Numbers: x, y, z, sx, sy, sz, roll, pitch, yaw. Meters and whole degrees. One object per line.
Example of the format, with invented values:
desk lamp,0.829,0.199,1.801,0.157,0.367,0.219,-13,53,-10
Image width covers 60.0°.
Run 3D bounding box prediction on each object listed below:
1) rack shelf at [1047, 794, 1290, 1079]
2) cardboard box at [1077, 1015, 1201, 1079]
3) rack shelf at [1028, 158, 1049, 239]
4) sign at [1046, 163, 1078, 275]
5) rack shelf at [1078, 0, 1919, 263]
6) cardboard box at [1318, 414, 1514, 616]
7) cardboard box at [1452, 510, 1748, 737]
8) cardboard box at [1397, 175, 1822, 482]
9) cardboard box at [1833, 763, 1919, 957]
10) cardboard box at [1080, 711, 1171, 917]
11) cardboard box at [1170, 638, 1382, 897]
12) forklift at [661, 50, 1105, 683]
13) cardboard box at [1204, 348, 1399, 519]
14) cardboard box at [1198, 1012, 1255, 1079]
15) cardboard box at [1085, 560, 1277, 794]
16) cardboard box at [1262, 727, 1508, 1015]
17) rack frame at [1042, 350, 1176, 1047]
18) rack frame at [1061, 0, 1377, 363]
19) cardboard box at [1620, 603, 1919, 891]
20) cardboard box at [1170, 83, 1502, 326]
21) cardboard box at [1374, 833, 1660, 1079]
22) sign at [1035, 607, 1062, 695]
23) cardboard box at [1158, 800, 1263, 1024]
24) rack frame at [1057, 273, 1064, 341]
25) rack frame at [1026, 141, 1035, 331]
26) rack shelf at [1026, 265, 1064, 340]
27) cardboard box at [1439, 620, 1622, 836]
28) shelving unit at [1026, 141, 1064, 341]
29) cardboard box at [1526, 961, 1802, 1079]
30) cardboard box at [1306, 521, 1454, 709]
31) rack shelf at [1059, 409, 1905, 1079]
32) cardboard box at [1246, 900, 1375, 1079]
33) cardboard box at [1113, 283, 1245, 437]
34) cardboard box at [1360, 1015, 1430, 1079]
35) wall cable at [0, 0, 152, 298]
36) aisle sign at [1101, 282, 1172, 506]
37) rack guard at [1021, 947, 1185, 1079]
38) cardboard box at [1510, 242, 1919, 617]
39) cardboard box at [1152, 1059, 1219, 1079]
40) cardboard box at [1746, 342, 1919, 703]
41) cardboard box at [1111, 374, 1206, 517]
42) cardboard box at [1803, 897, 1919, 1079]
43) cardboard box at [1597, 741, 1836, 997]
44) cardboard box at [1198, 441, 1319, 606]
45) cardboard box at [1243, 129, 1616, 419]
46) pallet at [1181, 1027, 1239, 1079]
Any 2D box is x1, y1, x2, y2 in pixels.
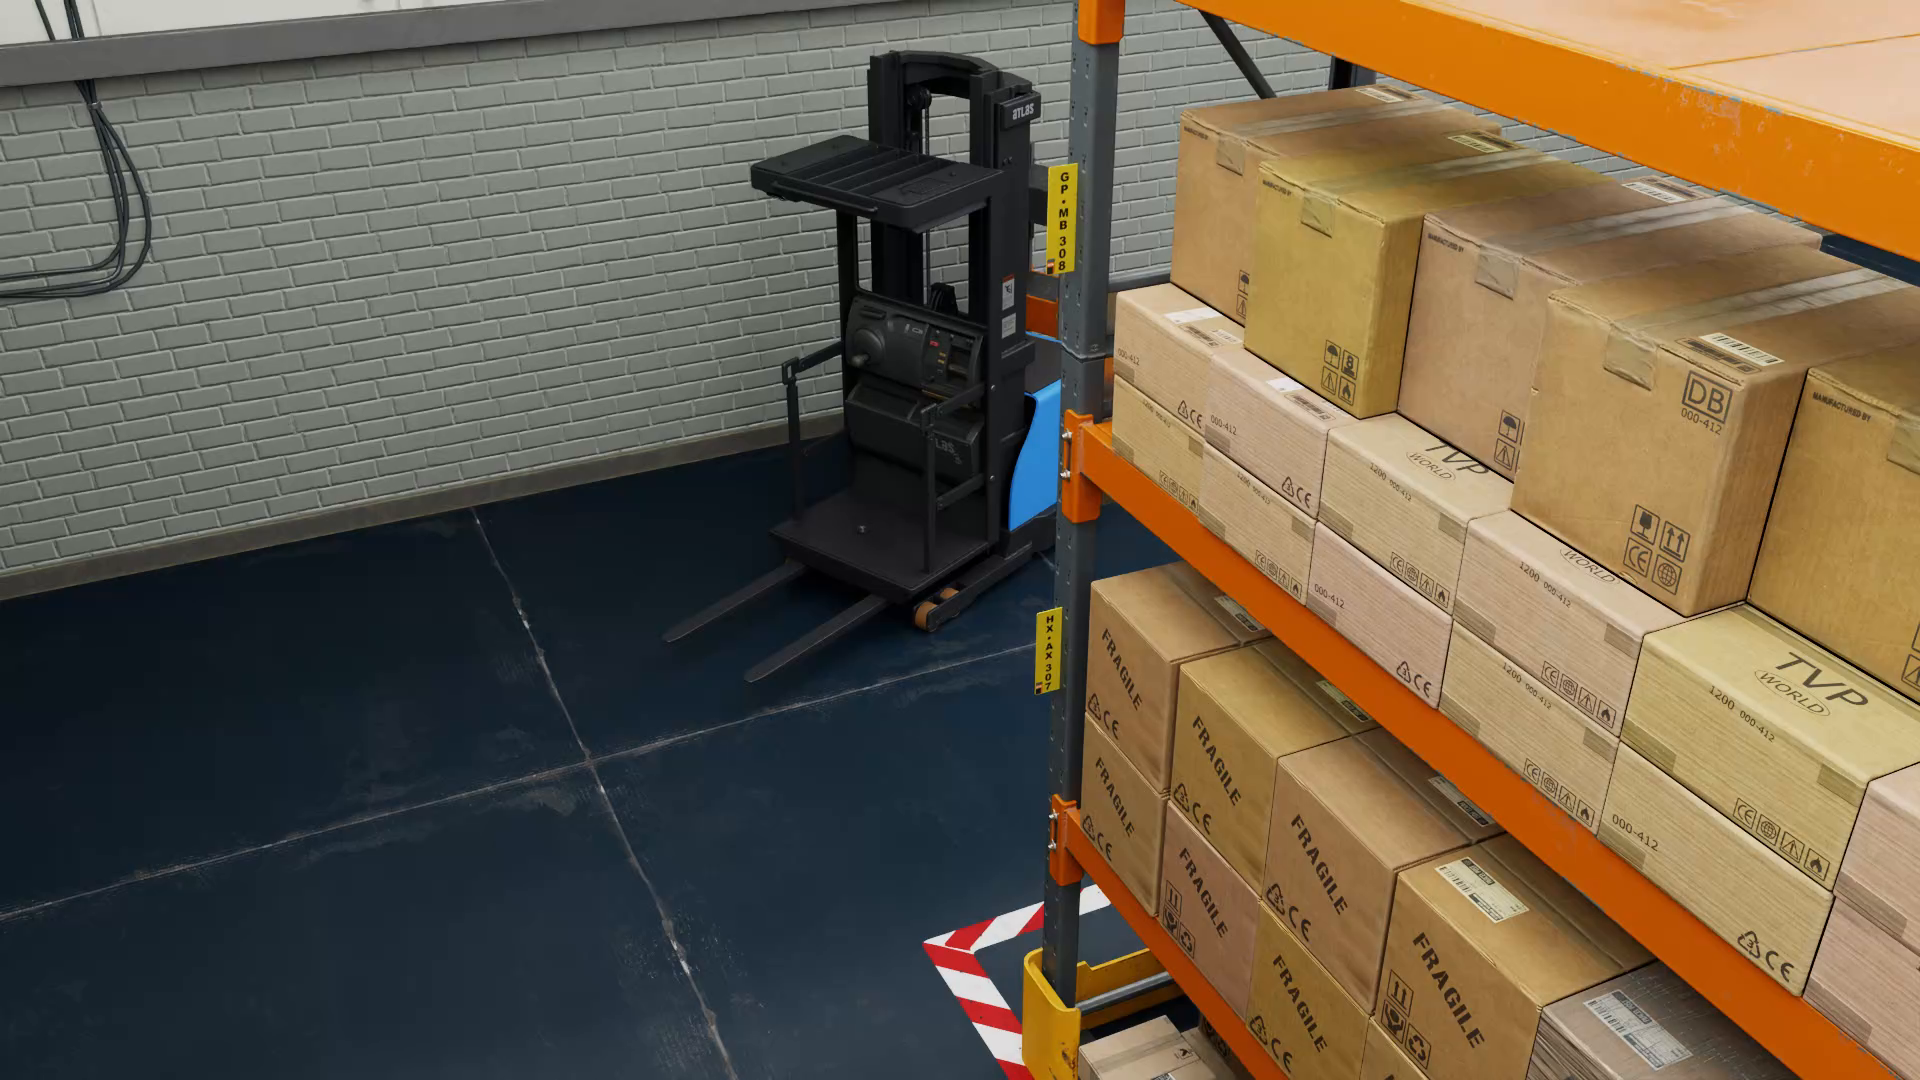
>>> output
rack shelf,1.649,1.836,4.617,1.077,0.370,4.000,-13,32,-22
cardboard box,0.660,1.948,6.148,0.380,0.149,0.250,-13,32,-22
rack shelf,0.533,-2.015,10.266,0.480,0.518,0.431,20,35,32
sign,0.301,-0.937,4.866,0.100,0.325,0.005,-13,32,-22
rack shelf,1.649,-0.779,3.151,1.077,0.370,4.000,-13,32,-22
cardboard box,1.205,-0.099,3.907,0.500,0.250,0.500,-13,32,-22
cardboard box,1.416,0.123,3.512,0.500,0.250,0.500,-13,32,-22
cardboard box,1.476,-0.489,3.836,0.700,0.500,0.500,-13,32,-22
cardboard box,1.842,0.565,2.723,0.500,0.250,0.500,-13,32,-22
cardboard box,0.743,0.847,5.544,0.500,0.500,0.500,-12,32,-21
cardboard box,0.974,0.640,4.891,0.500,0.500,0.500,-13,32,-21
forklift,-0.389,-1.039,9.079,1.130,2.935,3.031,21,36,33
cardboard box,0.984,-0.318,4.299,0.500,0.250,0.500,-13,32,-22
cardboard box,1.247,1.726,6.184,0.500,0.500,0.500,-13,32,-22
cardboard box,0.743,0.410,5.299,0.500,0.500,0.500,-12,31,-20
cardboard box,1.185,0.862,4.495,0.500,0.500,0.500,-13,32,-21
rack frame,0.791,0.639,6.017,1.000,3.000,0.127,-13,32,-22
rack frame,0.791,-1.978,4.549,1.000,3.000,0.127,-13,32,-22
cardboard box,1.630,0.344,3.118,0.500,0.250,0.500,-13,32,-22
cardboard box,1.026,-0.926,4.616,0.700,0.500,0.500,-13,32,-22
cardboard box,1.404,1.086,4.095,0.500,0.500,0.500,-13,32,-22
sign,0.301,0.375,5.602,0.100,0.325,0.005,-13,32,-22
cardboard box,0.969,1.073,5.140,0.500,0.500,0.500,-13,32,-22
rack frame,0.727,-1.344,10.473,0.015,2.100,0.400,20,35,32
rack frame,0.339,-1.489,10.731,0.015,2.100,0.400,20,35,32
rack shelf,0.533,-1.405,10.609,0.480,0.518,0.431,20,35,32
cardboard box,1.421,0.340,3.636,0.500,0.250,0.500,-13,32,-22
shelving unit,0.533,-1.416,10.602,0.503,2.100,0.431,20,35,32
cardboard box,1.619,1.309,3.698,0.500,0.500,0.500,-13,32,-22
cardboard box,1.201,0.120,4.028,0.500,0.250,0.500,-13,32,-22
rack shelf,1.649,0.528,3.884,1.077,0.370,4.000,-13,32,-22
cardboard box,1.182,1.296,4.743,0.500,0.500,0.500,-13,32,-22
cardboard box,0.776,-0.541,4.695,0.500,0.250,0.500,-13,32,-22
cardboard box,1.395,1.517,4.349,0.500,0.500,0.500,-13,32,-21
wall cable,-5.787,-2.155,8.040,3.097,2.526,0.112,-13,32,-22
aisle sign,0.496,-0.464,5.325,0.394,0.787,0.004,-13,32,-22
rack guard,0.823,1.763,6.568,1.175,0.500,0.348,-13,32,-22
cardboard box,1.606,-0.248,3.407,0.700,0.500,0.500,-13,32,-22
cardboard box,0.767,2.050,5.947,0.380,0.166,0.250,-13,32,-22
cardboard box,1.958,-0.059,3.070,0.700,0.500,0.500,-13,32,-22
cardboard box,0.782,-0.324,4.820,0.500,0.250,0.500,-13,32,-22
cardboard box,1.854,0.781,2.850,0.500,0.250,0.500,-13,32,-22
cardboard box,1.632,0.562,3.241,0.500,0.250,0.500,-13,32,-22
cardboard box,0.985,-0.100,4.421,0.500,0.250,0.500,-13,32,-22
cardboard box,1.164,-0.687,4.190,0.700,0.500,0.500,-13,32,-22
pallet,1.167,2.241,6.011,1.003,0.211,1.213,-13,32,-22
